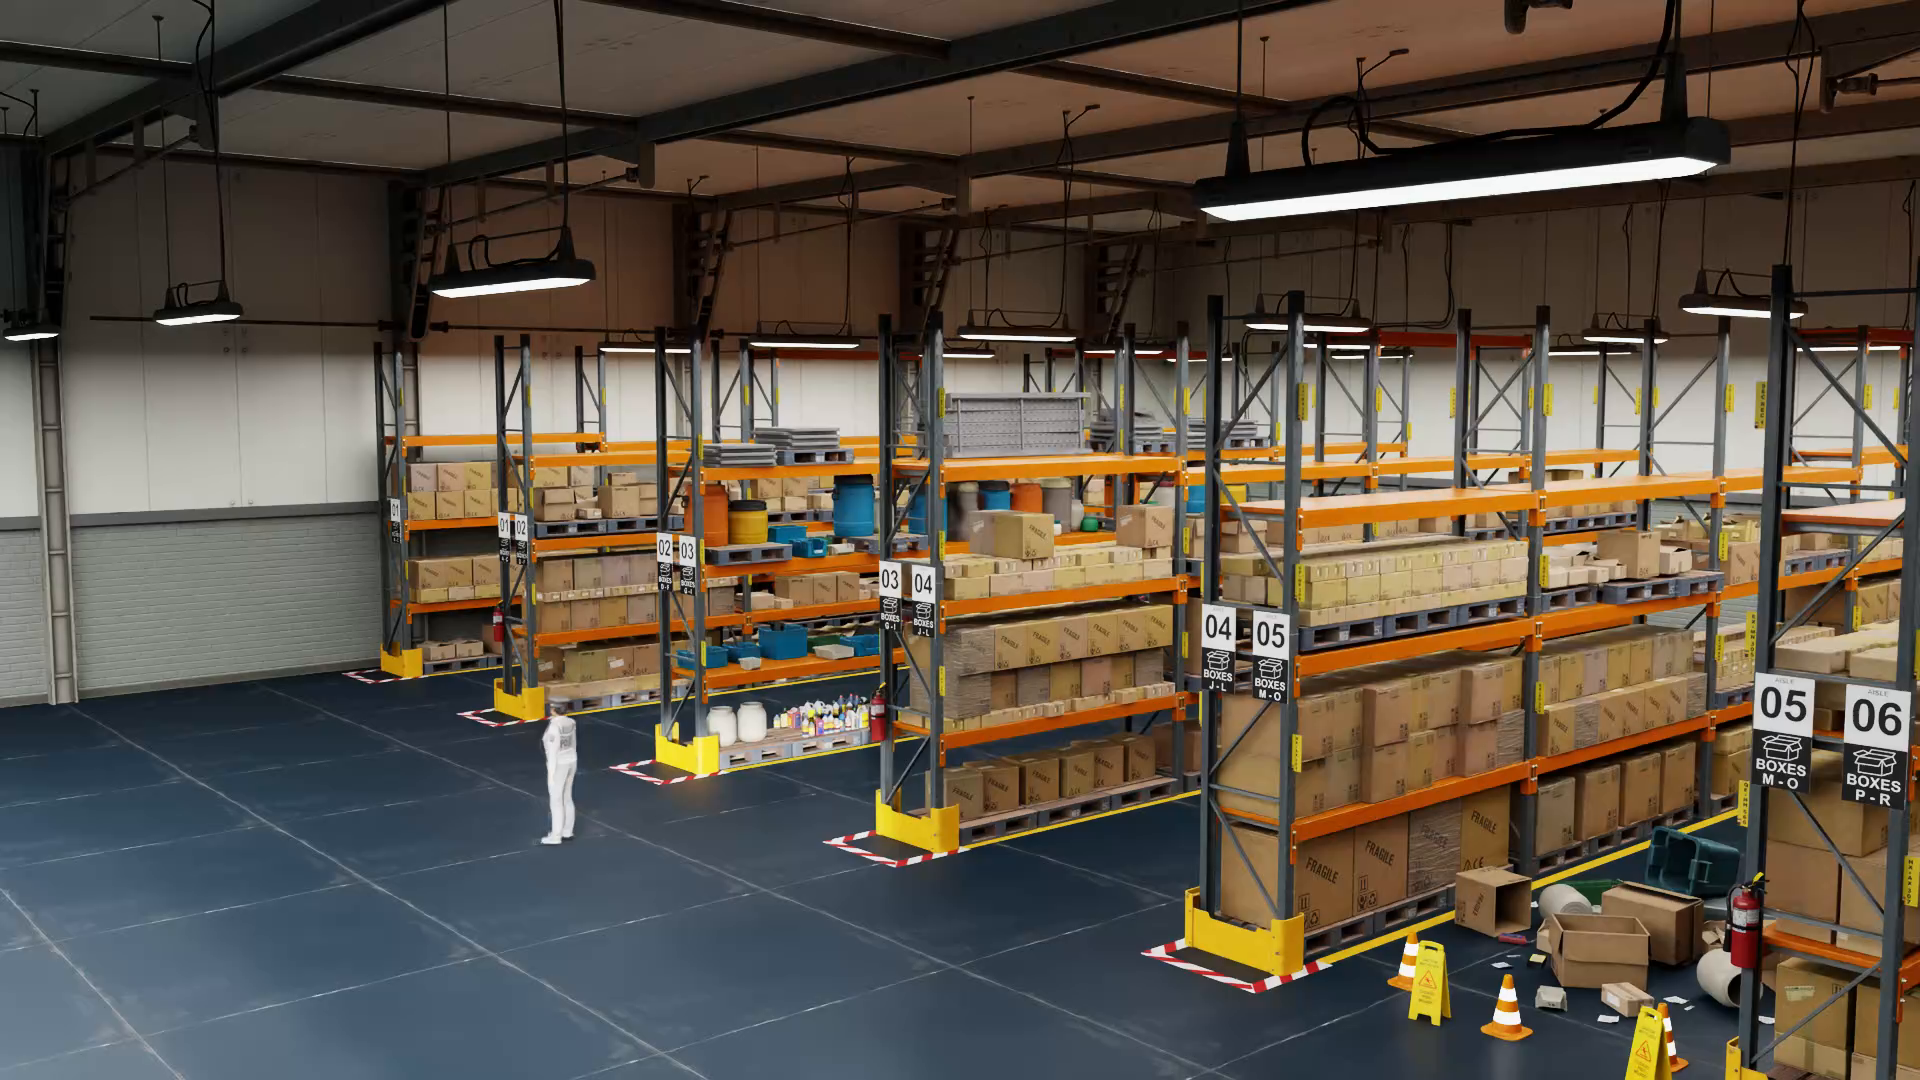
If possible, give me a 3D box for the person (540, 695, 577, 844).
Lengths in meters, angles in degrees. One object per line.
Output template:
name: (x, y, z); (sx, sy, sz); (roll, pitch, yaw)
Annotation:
person: (-4.580, 2.604, 18.955); (0.392, 1.673, 0.523); (1, 5, 15)
